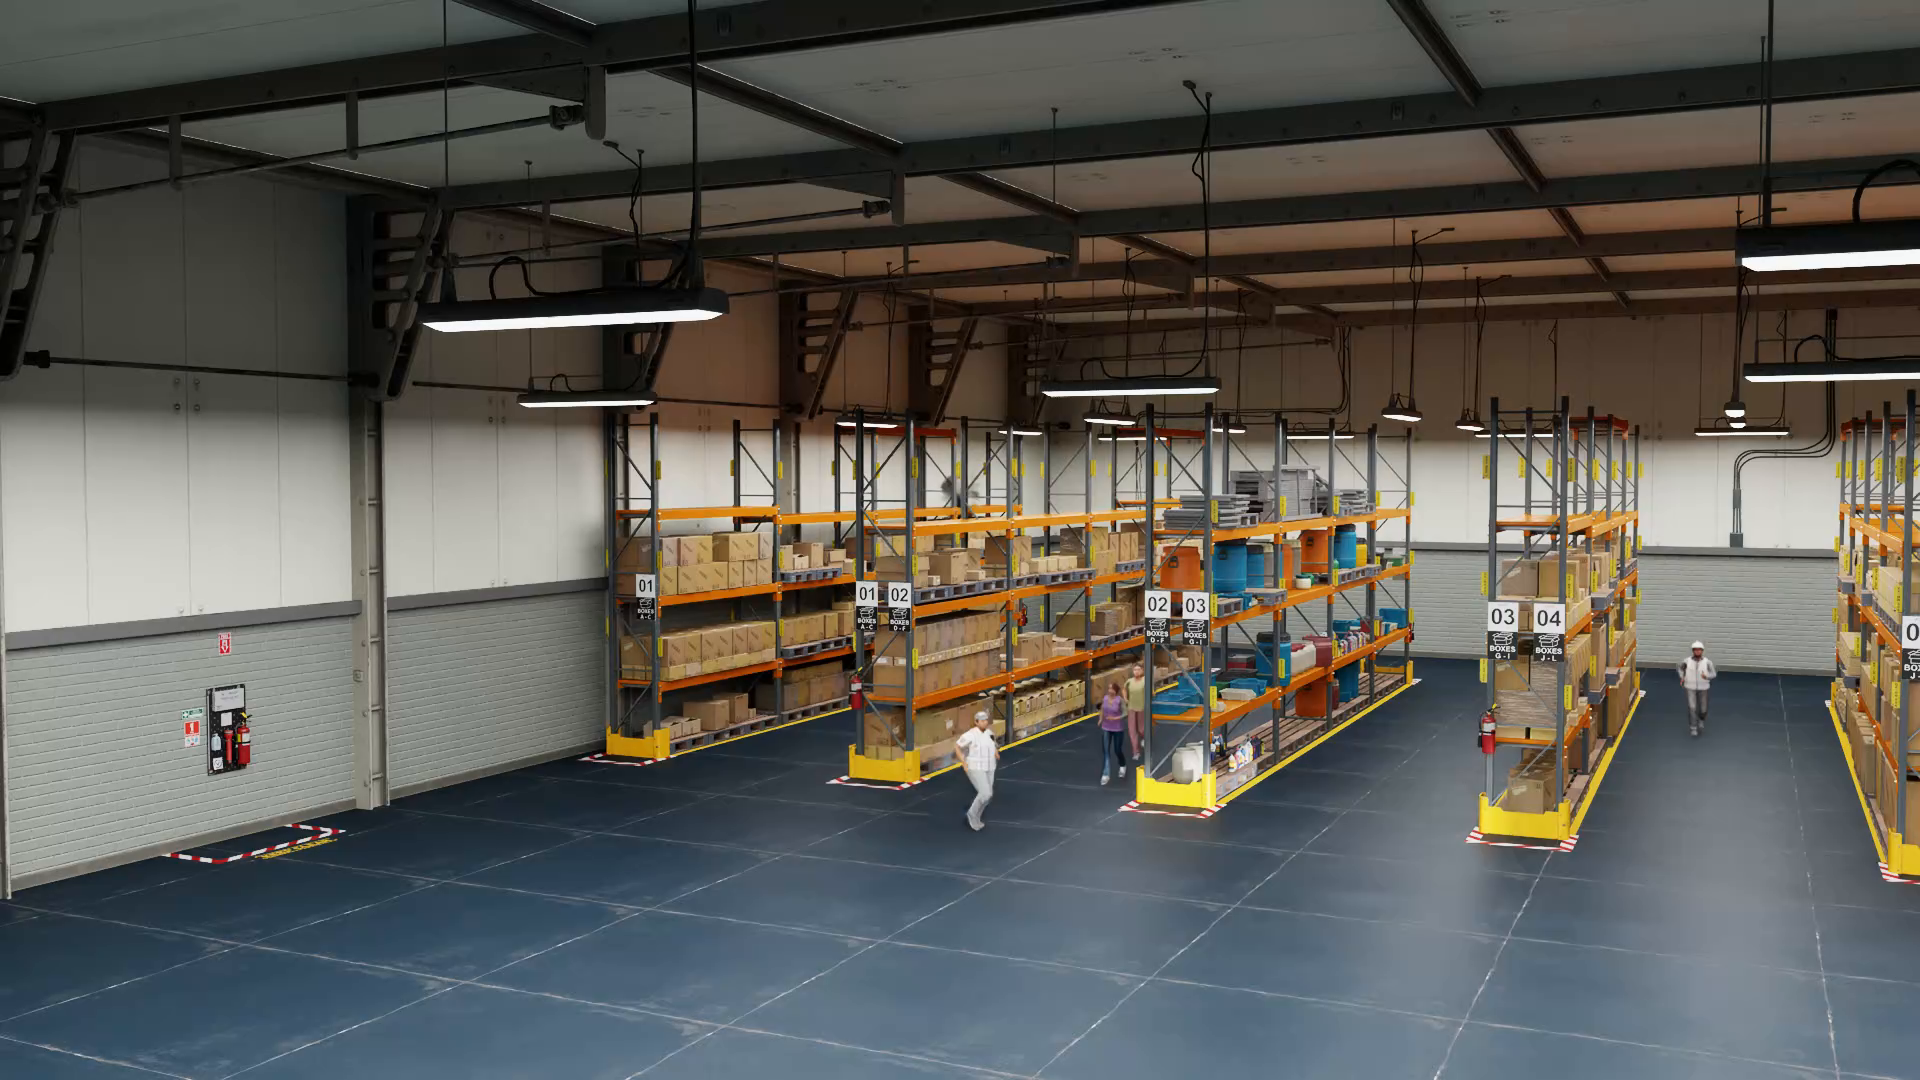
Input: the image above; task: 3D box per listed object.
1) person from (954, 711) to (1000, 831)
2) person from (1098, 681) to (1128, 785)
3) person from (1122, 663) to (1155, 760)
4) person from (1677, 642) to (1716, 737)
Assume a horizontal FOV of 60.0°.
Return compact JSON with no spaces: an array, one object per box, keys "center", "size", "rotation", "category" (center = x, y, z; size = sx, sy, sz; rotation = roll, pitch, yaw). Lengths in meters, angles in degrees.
[{"center":[0.307,3.201,23.074],"size":[0.586,1.640,0.642],"rotation":[-2,3,-41],"category":"person"},{"center":[2.452,3.062,26.655],"size":[0.537,1.606,0.820],"rotation":[1,3,23],"category":"person"},{"center":[3.102,2.972,29.019],"size":[0.580,1.649,0.747],"rotation":[1,3,17],"category":"person"},{"center":[13.897,2.797,31.371],"size":[0.667,1.750,0.921],"rotation":[1,3,22],"category":"person"}]
